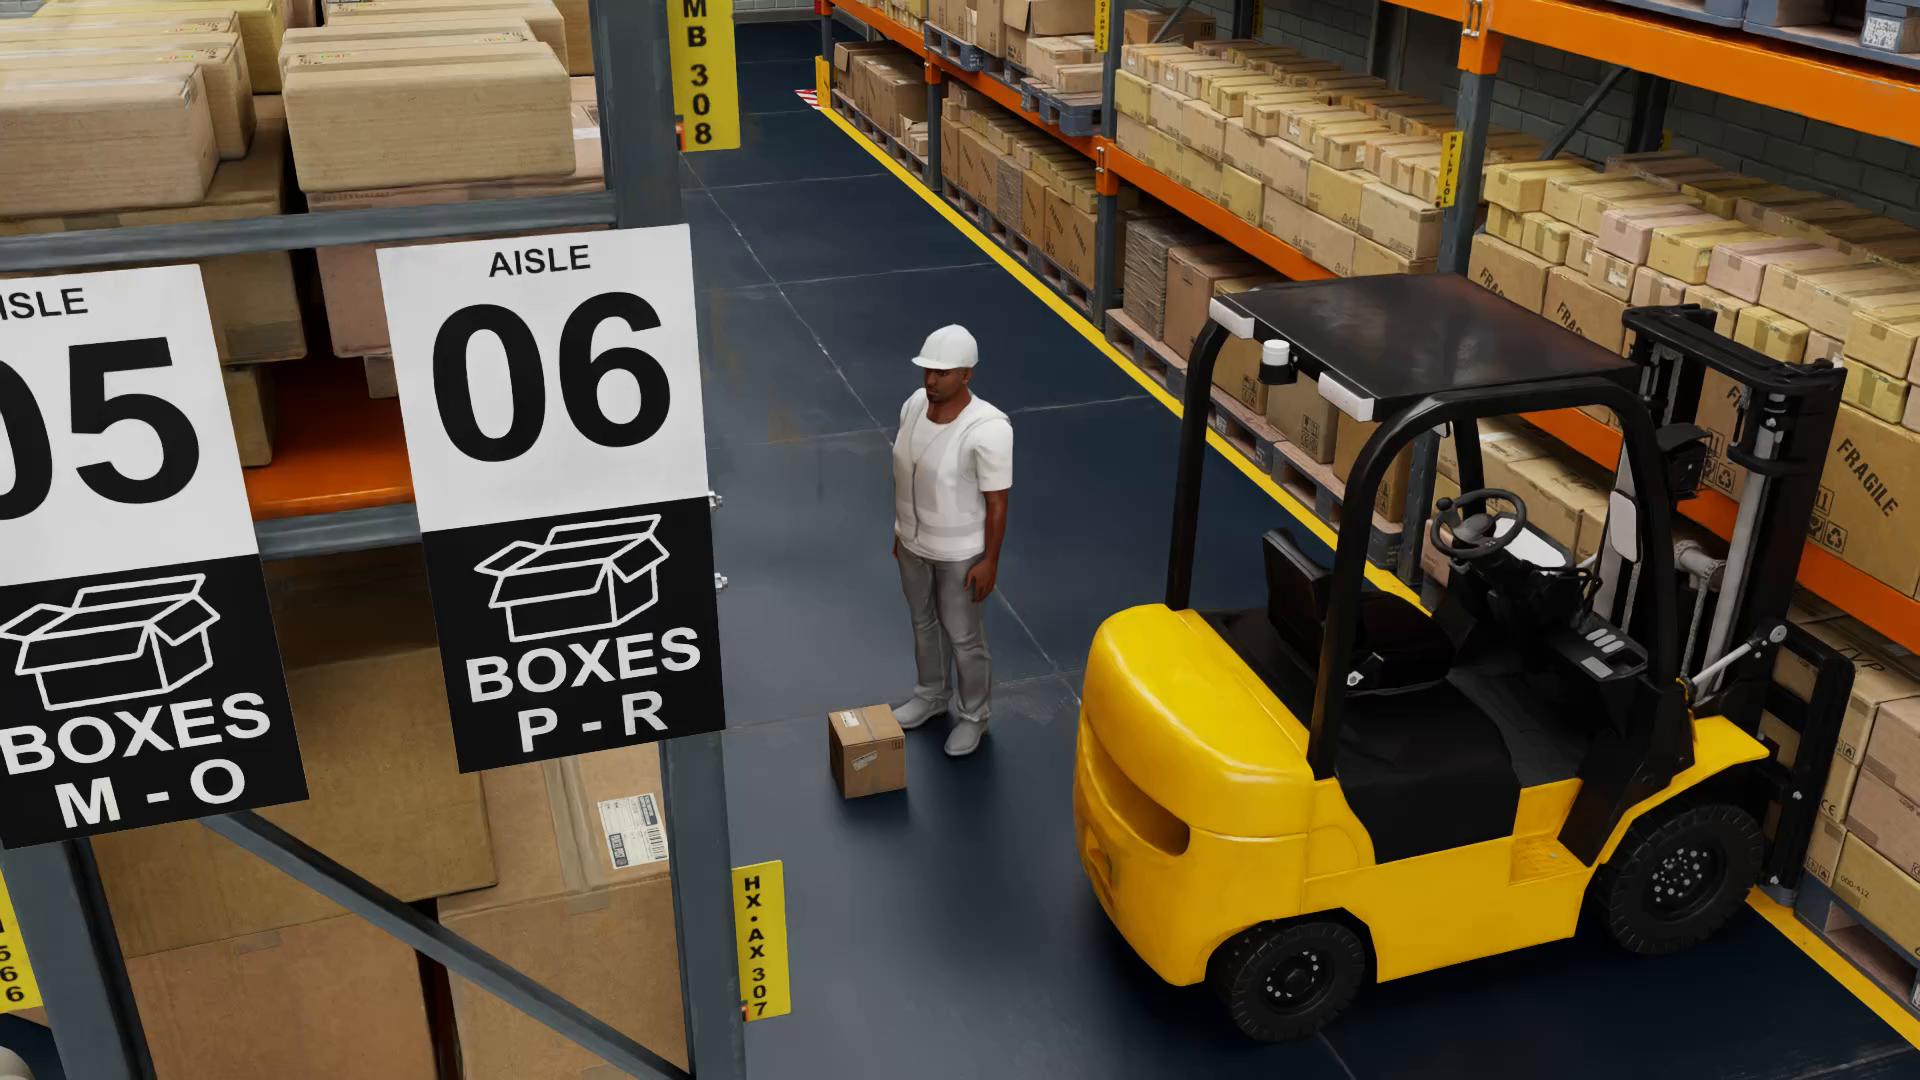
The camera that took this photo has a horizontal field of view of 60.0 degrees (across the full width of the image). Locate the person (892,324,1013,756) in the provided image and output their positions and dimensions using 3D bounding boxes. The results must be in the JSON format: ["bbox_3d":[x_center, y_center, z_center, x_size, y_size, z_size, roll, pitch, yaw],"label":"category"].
[{"bbox_3d":[-0.052,0.007,6.562,0.561,1.765,0.340,24,35,39],"label":"person"}]
